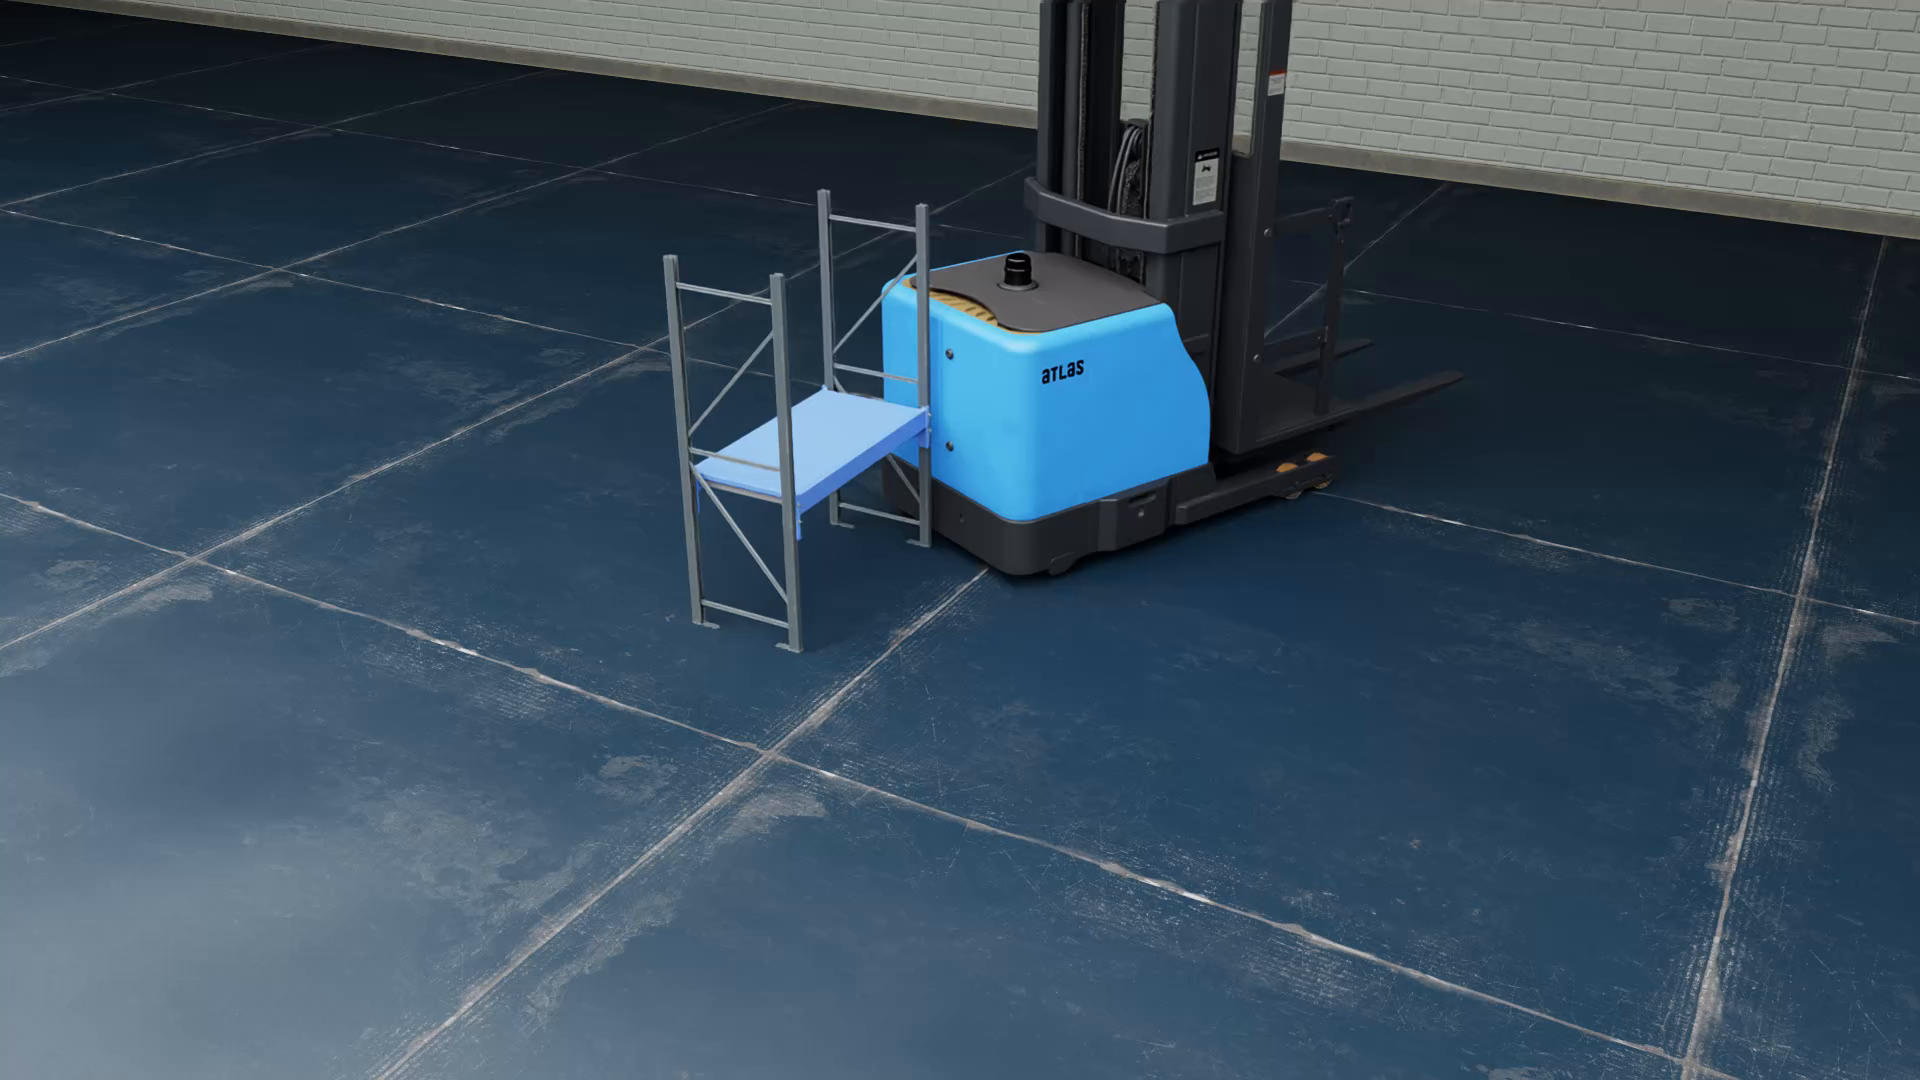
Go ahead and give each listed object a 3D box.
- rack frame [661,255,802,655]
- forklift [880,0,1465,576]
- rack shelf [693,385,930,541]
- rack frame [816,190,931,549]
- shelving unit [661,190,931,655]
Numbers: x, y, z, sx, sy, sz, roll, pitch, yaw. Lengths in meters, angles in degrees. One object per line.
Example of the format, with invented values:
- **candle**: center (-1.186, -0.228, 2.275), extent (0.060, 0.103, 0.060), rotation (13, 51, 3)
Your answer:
- **rack frame**: center (-0.836, -0.289, 6.152), extent (0.500, 1.500, 0.032), rotation (14, 30, 25)
- **forklift**: center (1.136, -1.668, 7.308), extent (3.031, 2.935, 1.130), rotation (-18, 32, -32)
- **rack shelf**: center (-0.596, -0.329, 6.633), extent (0.538, 0.185, 1.000), rotation (14, 30, 25)
- **rack frame**: center (-0.355, -0.690, 6.953), extent (0.500, 1.500, 0.032), rotation (14, 30, 25)
- **shelving unit**: center (-0.596, -0.490, 6.552), extent (0.538, 1.500, 1.048), rotation (14, 30, 25)
